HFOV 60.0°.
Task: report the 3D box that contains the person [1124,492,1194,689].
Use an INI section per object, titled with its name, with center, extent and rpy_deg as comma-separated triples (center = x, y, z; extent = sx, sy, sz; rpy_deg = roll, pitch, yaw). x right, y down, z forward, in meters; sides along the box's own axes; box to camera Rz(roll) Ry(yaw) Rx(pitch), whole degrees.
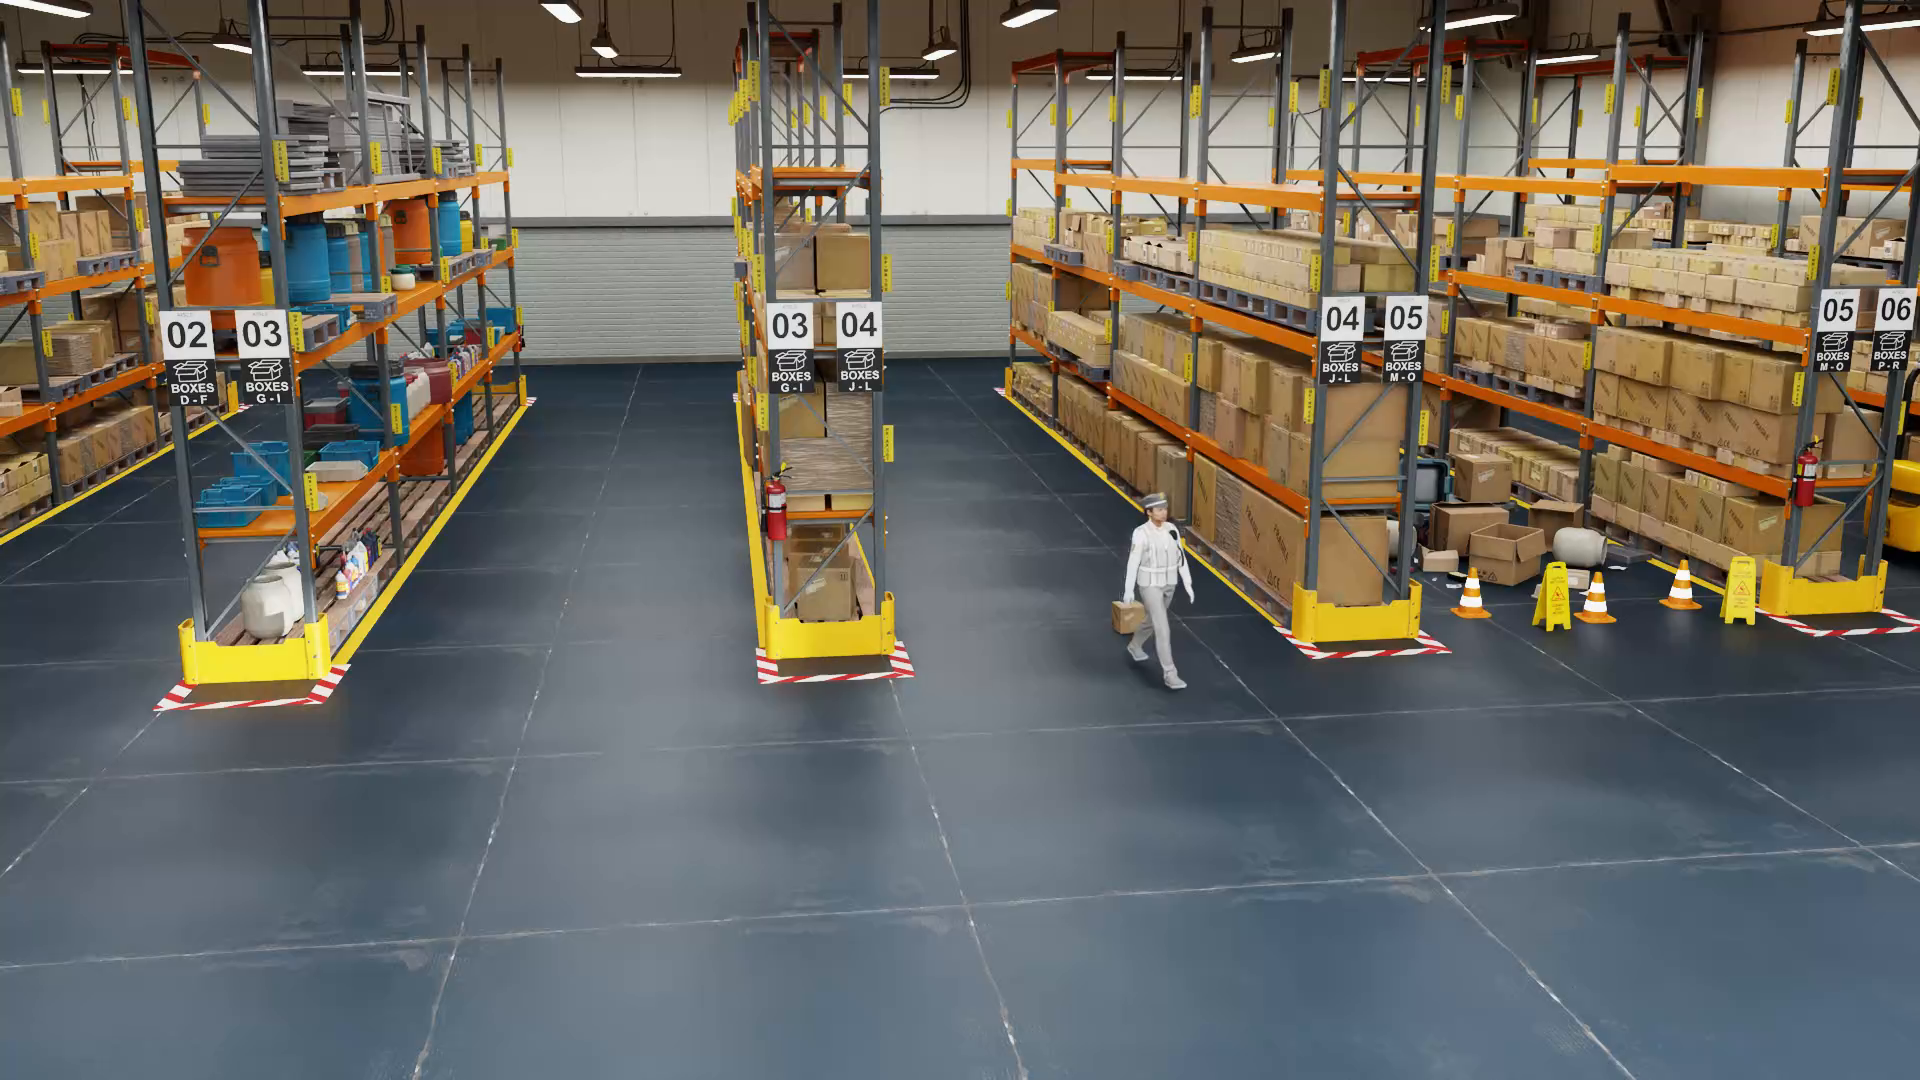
[person]
center = 1.730, 0.381, 14.308
extent = 0.508, 1.631, 1.031
rpy_deg = -8, 16, -31
